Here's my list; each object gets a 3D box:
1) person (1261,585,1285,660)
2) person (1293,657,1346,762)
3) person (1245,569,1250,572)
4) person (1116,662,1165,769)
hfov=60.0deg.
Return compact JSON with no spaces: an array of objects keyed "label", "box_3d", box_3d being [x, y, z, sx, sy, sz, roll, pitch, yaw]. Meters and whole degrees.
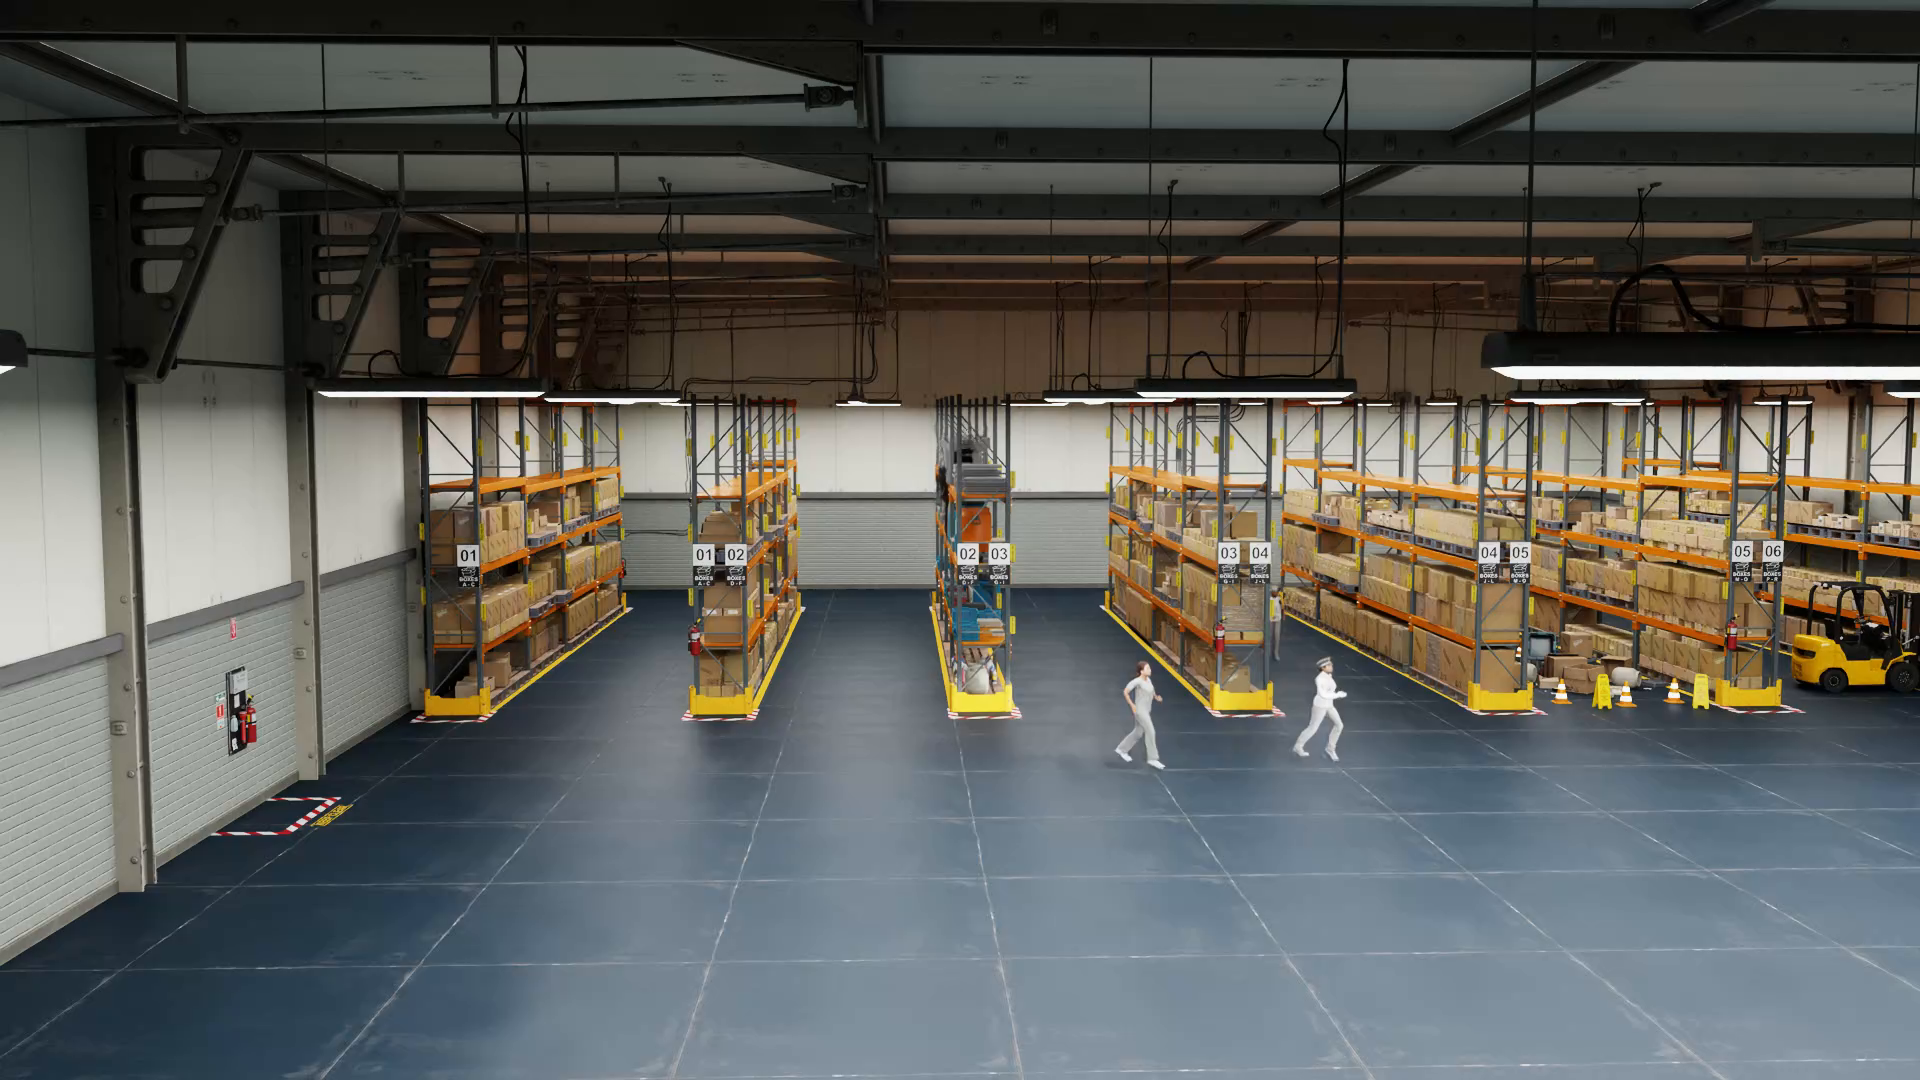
[{"label":"person","box_3d":[7.193,1.882,38.264,0.601,1.701,0.775,-1,5,-13]},{"label":"person","box_3d":[5.899,2.747,27.124,0.866,1.729,0.622,3,5,33]},{"label":"person","box_3d":[8.356,1.105,48.622,0.794,1.572,0.759,-4,6,-38]},{"label":"person","box_3d":[2.907,2.781,26.700,0.883,1.687,0.564,2,5,26]}]
